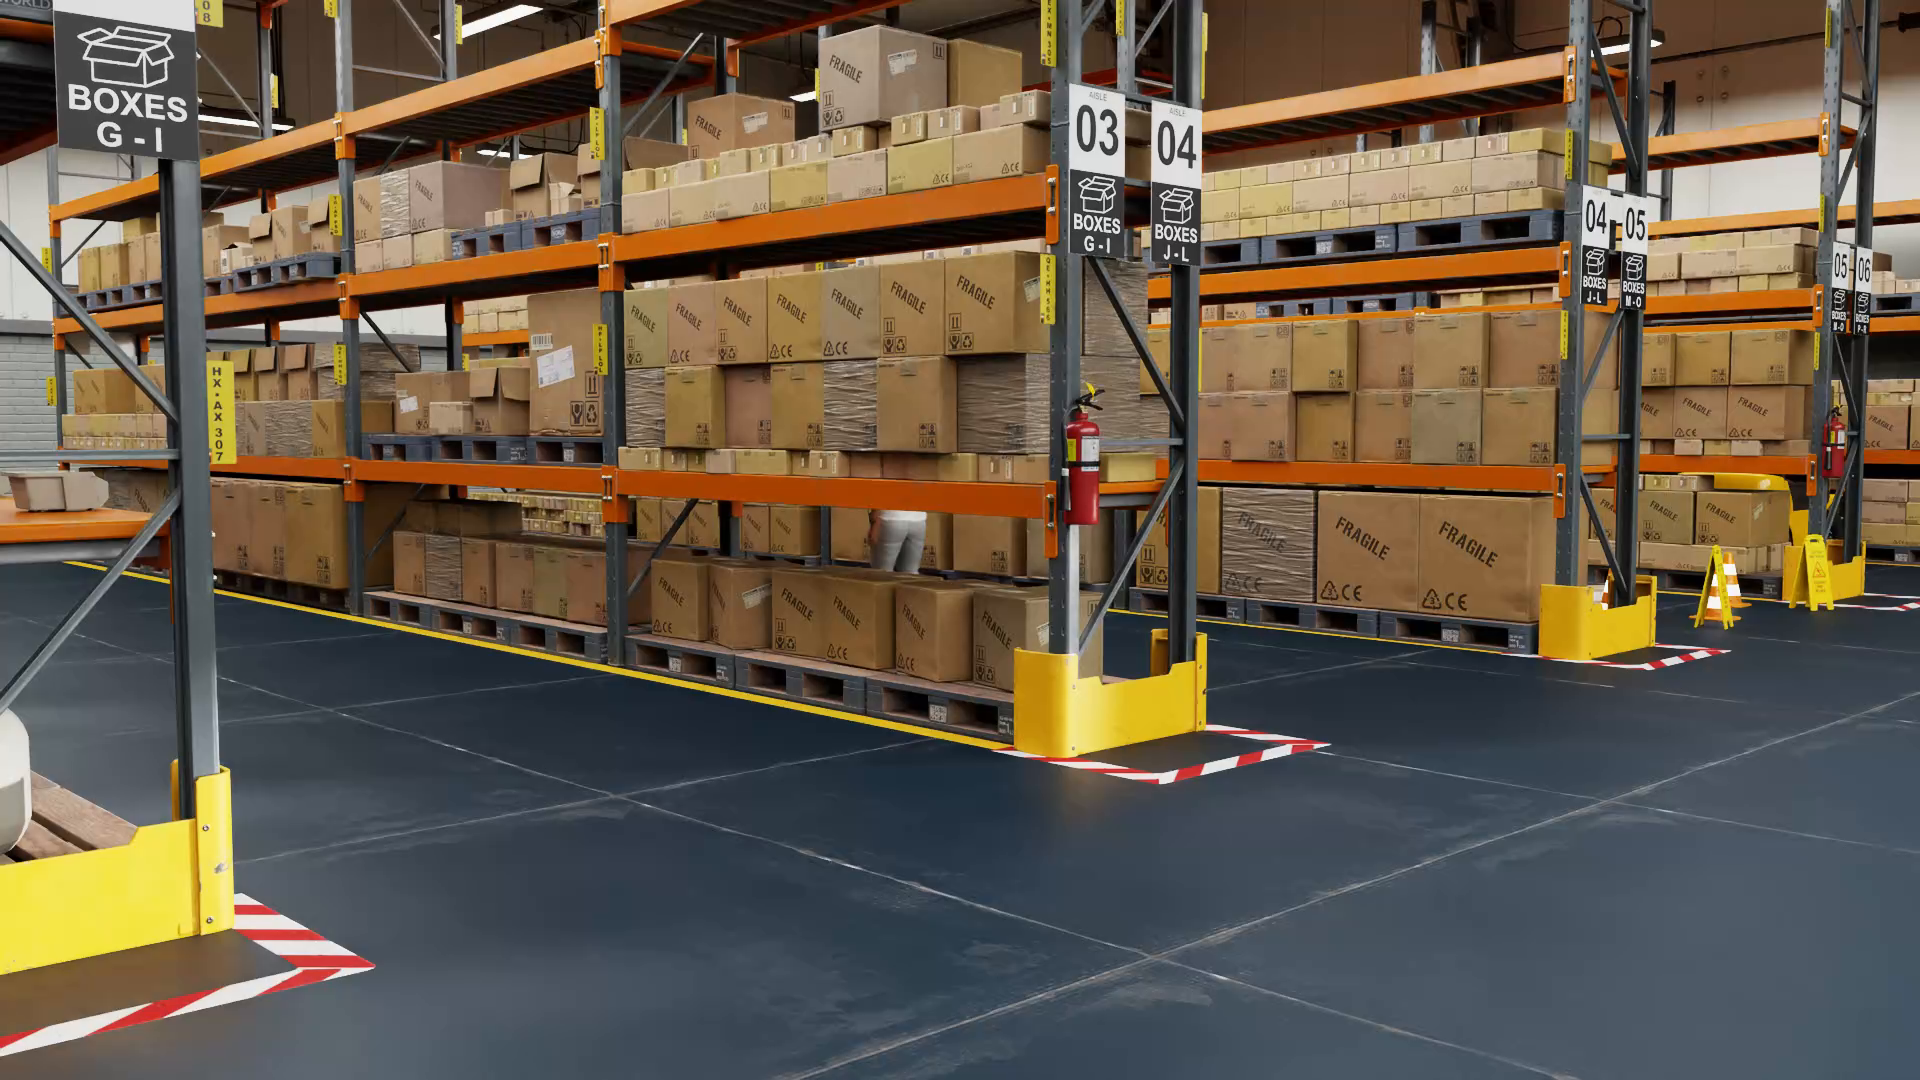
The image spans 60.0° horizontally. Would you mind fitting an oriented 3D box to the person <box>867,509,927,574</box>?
[{"bbox_3d":[-0.487,-0.094,12.473,0.473,1.656,0.389,-4,5,-43],"label":"person"}]
